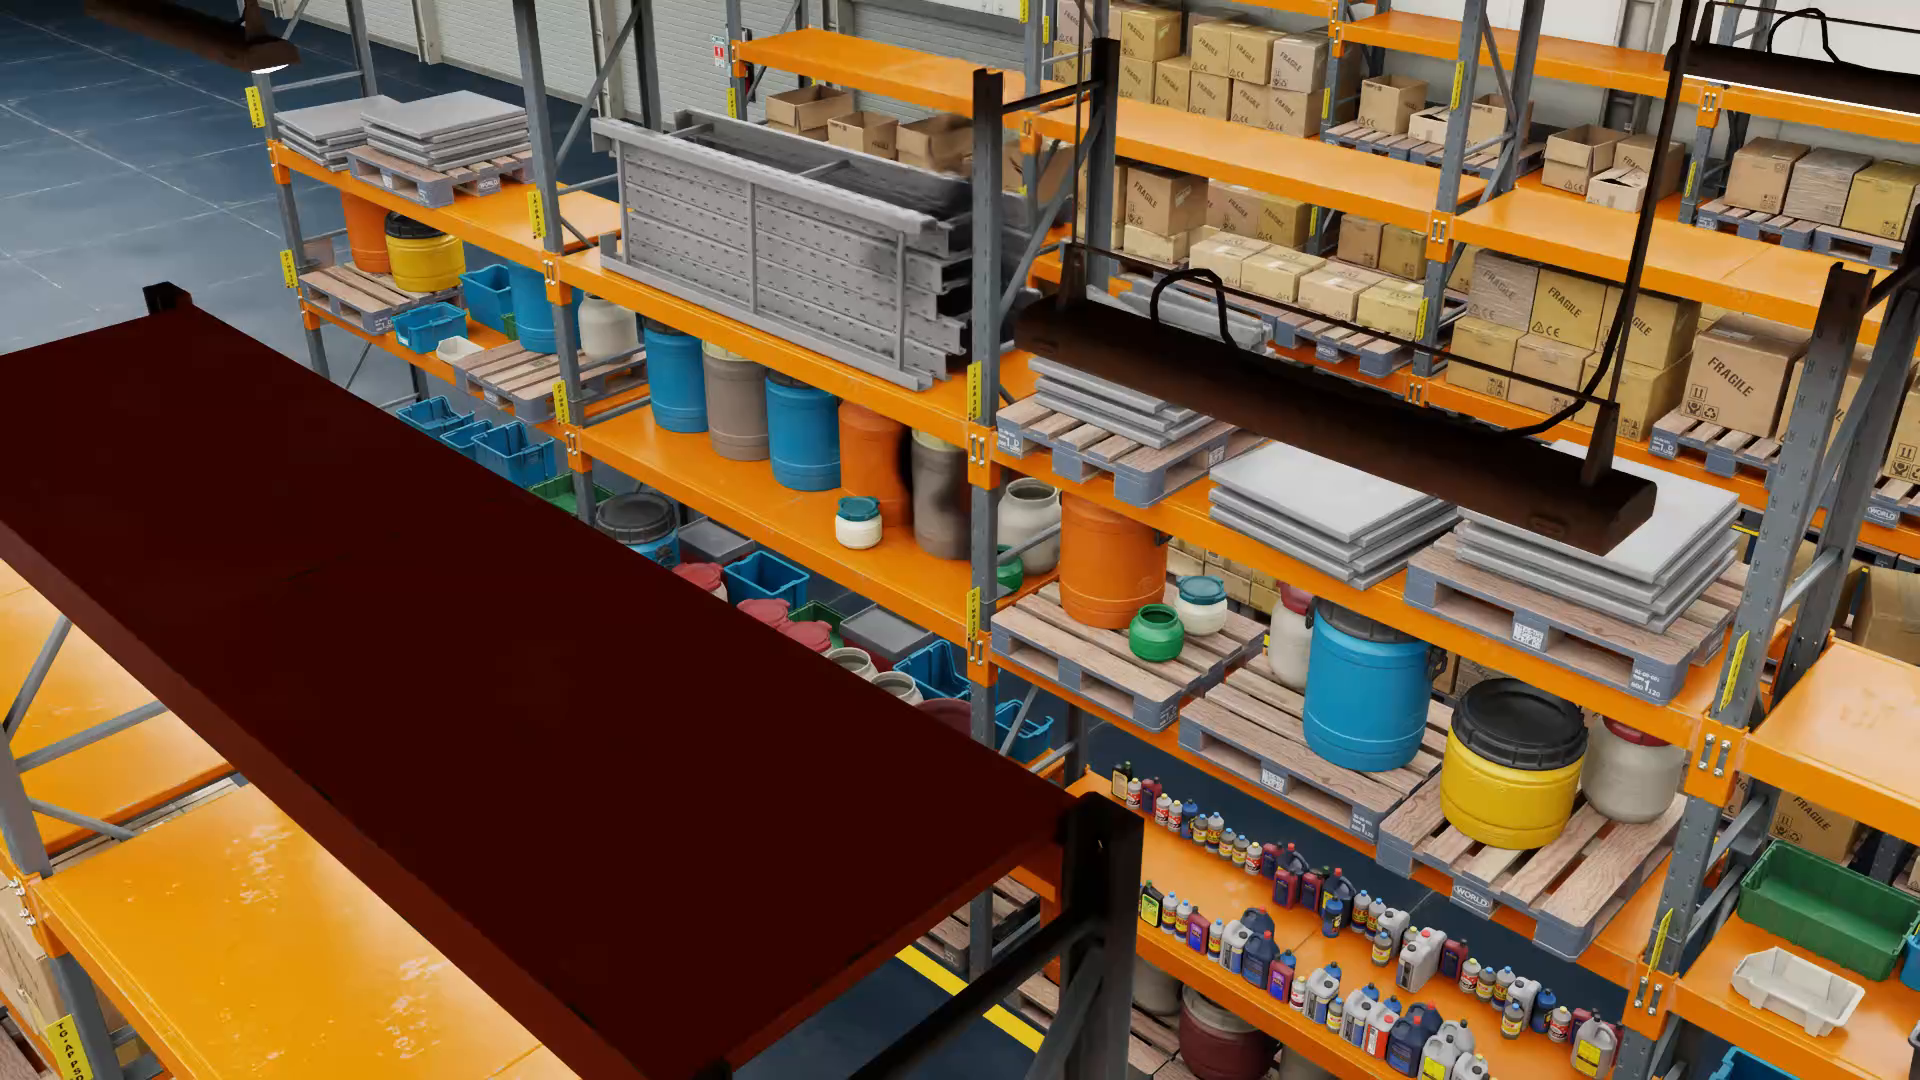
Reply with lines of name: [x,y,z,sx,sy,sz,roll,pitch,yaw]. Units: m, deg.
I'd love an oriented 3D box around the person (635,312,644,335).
person: [-3.747,-2.672,19.582,0.860,1.377,0.556,-10,31,-18]
